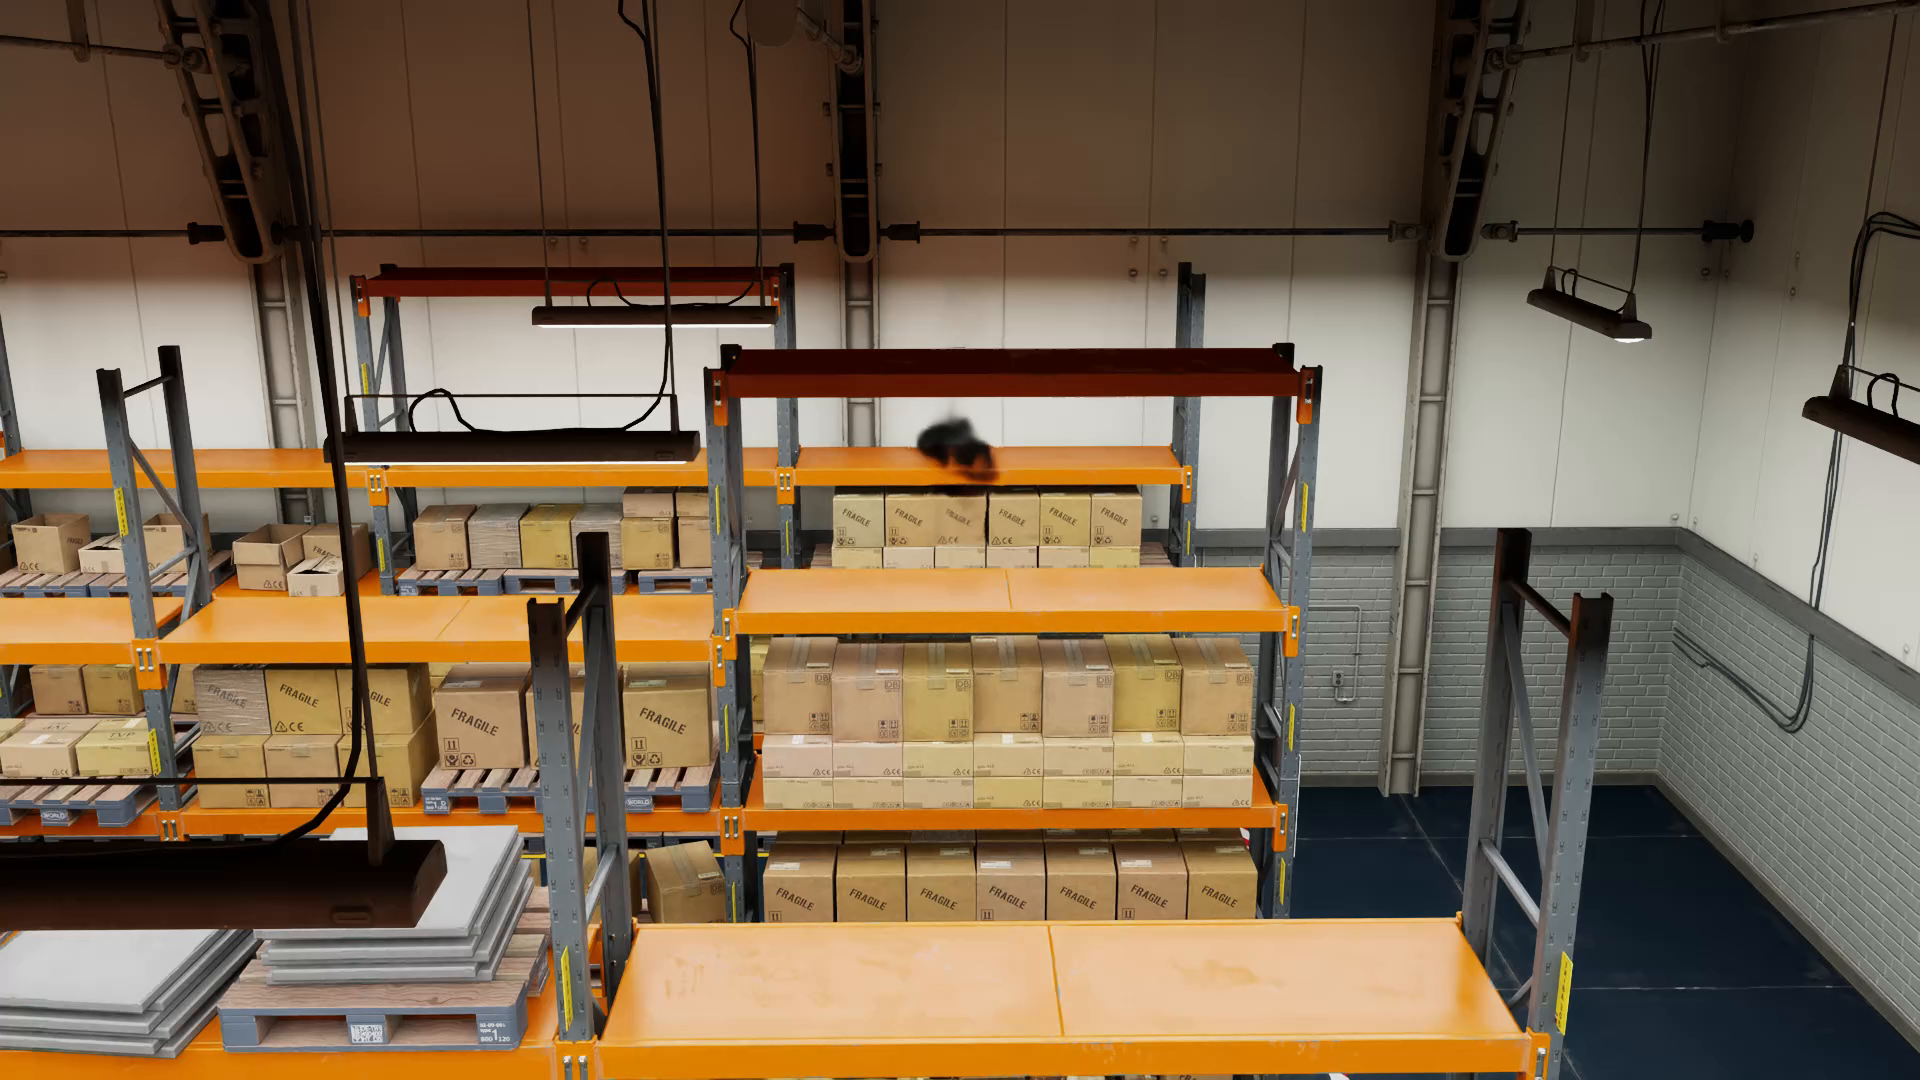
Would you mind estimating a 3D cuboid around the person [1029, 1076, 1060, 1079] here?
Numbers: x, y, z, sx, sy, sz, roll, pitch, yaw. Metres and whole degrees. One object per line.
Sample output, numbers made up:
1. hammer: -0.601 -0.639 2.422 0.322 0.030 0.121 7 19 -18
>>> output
1. person: 0.569 4.226 11.067 0.819 1.636 0.583 -5 17 -17
